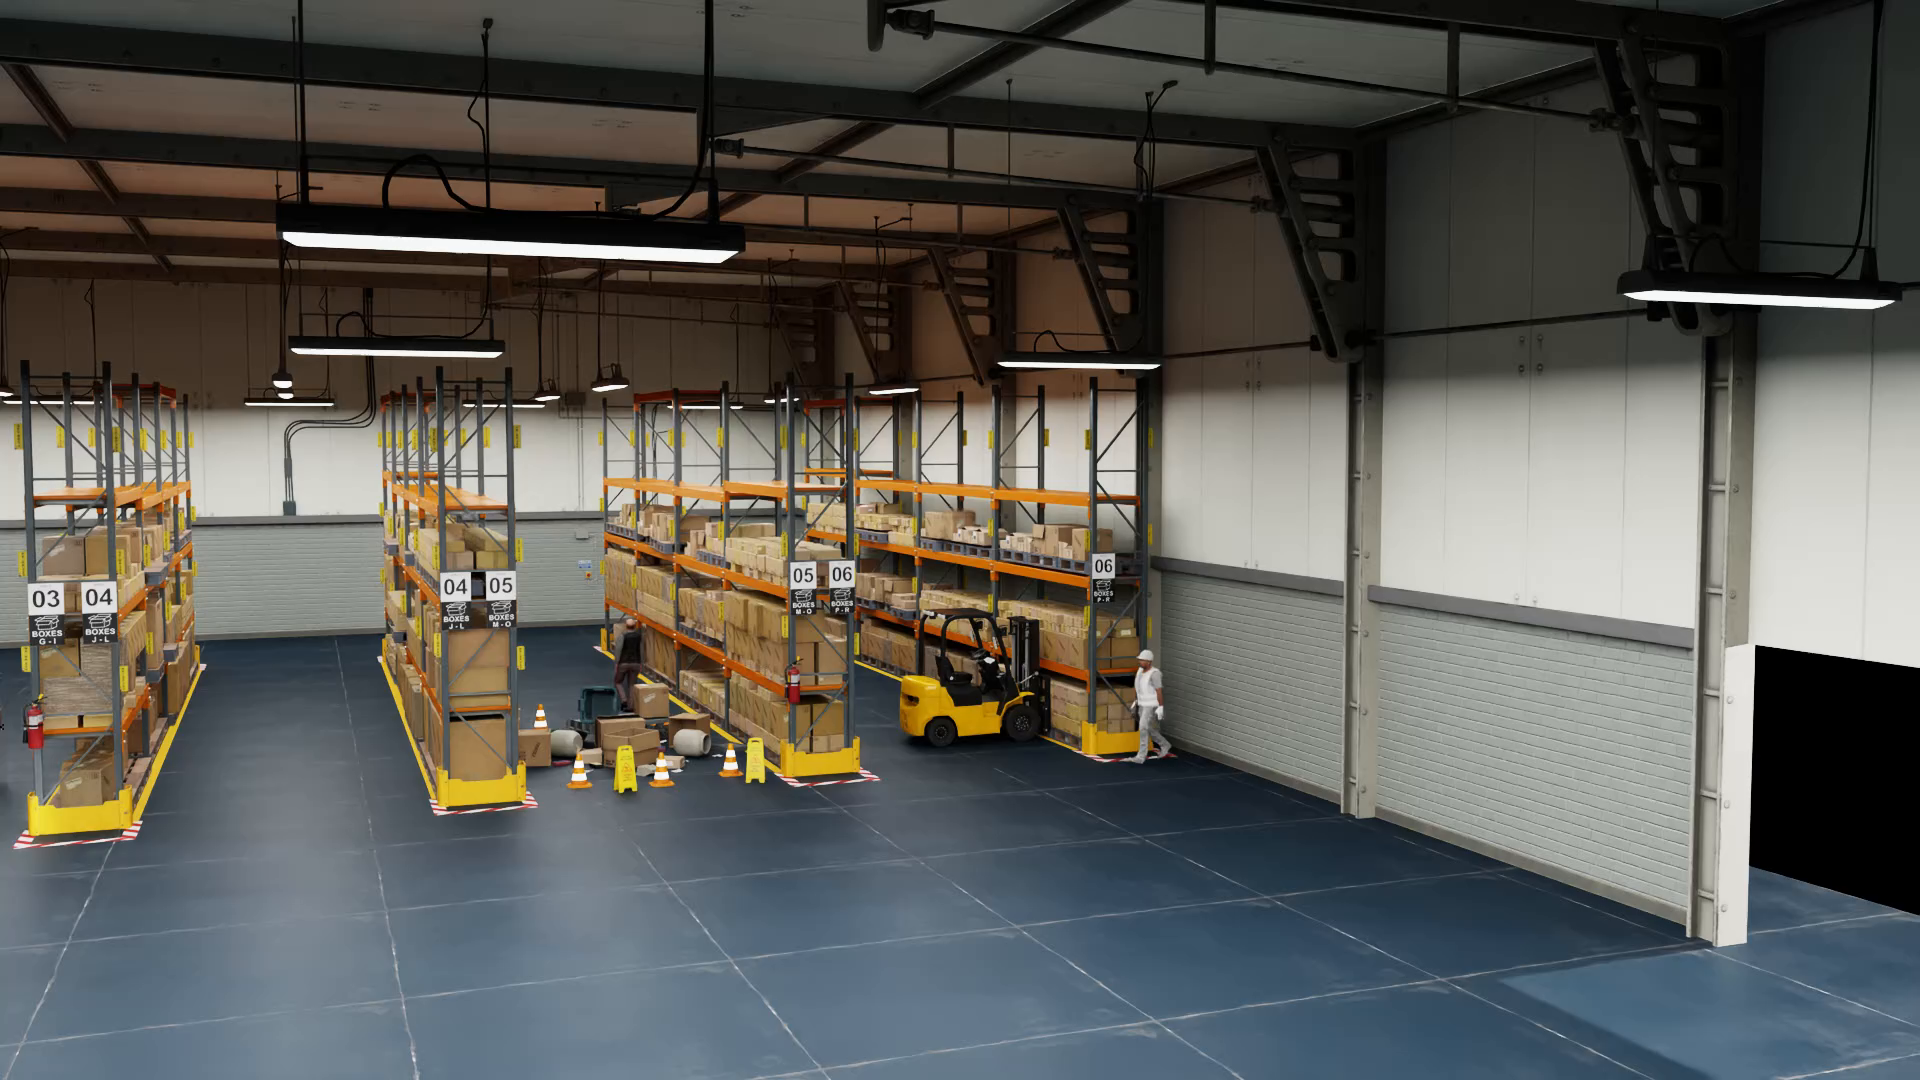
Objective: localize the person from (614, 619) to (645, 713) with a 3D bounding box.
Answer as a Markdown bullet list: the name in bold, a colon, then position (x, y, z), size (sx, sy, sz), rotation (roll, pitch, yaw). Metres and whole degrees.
- **person**: position (-6.060, 2.301, 30.447), size (0.575, 1.719, 0.429), rotation (-2, 4, -26)

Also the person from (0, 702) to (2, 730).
- **person**: position (-13.932, 2.736, 23.715), size (0.475, 1.630, 0.922), rotation (-2, 4, -29)

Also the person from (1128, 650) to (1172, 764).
- **person**: position (2.954, 2.577, 25.775), size (0.852, 1.775, 0.656), rotation (-1, 4, -19)
